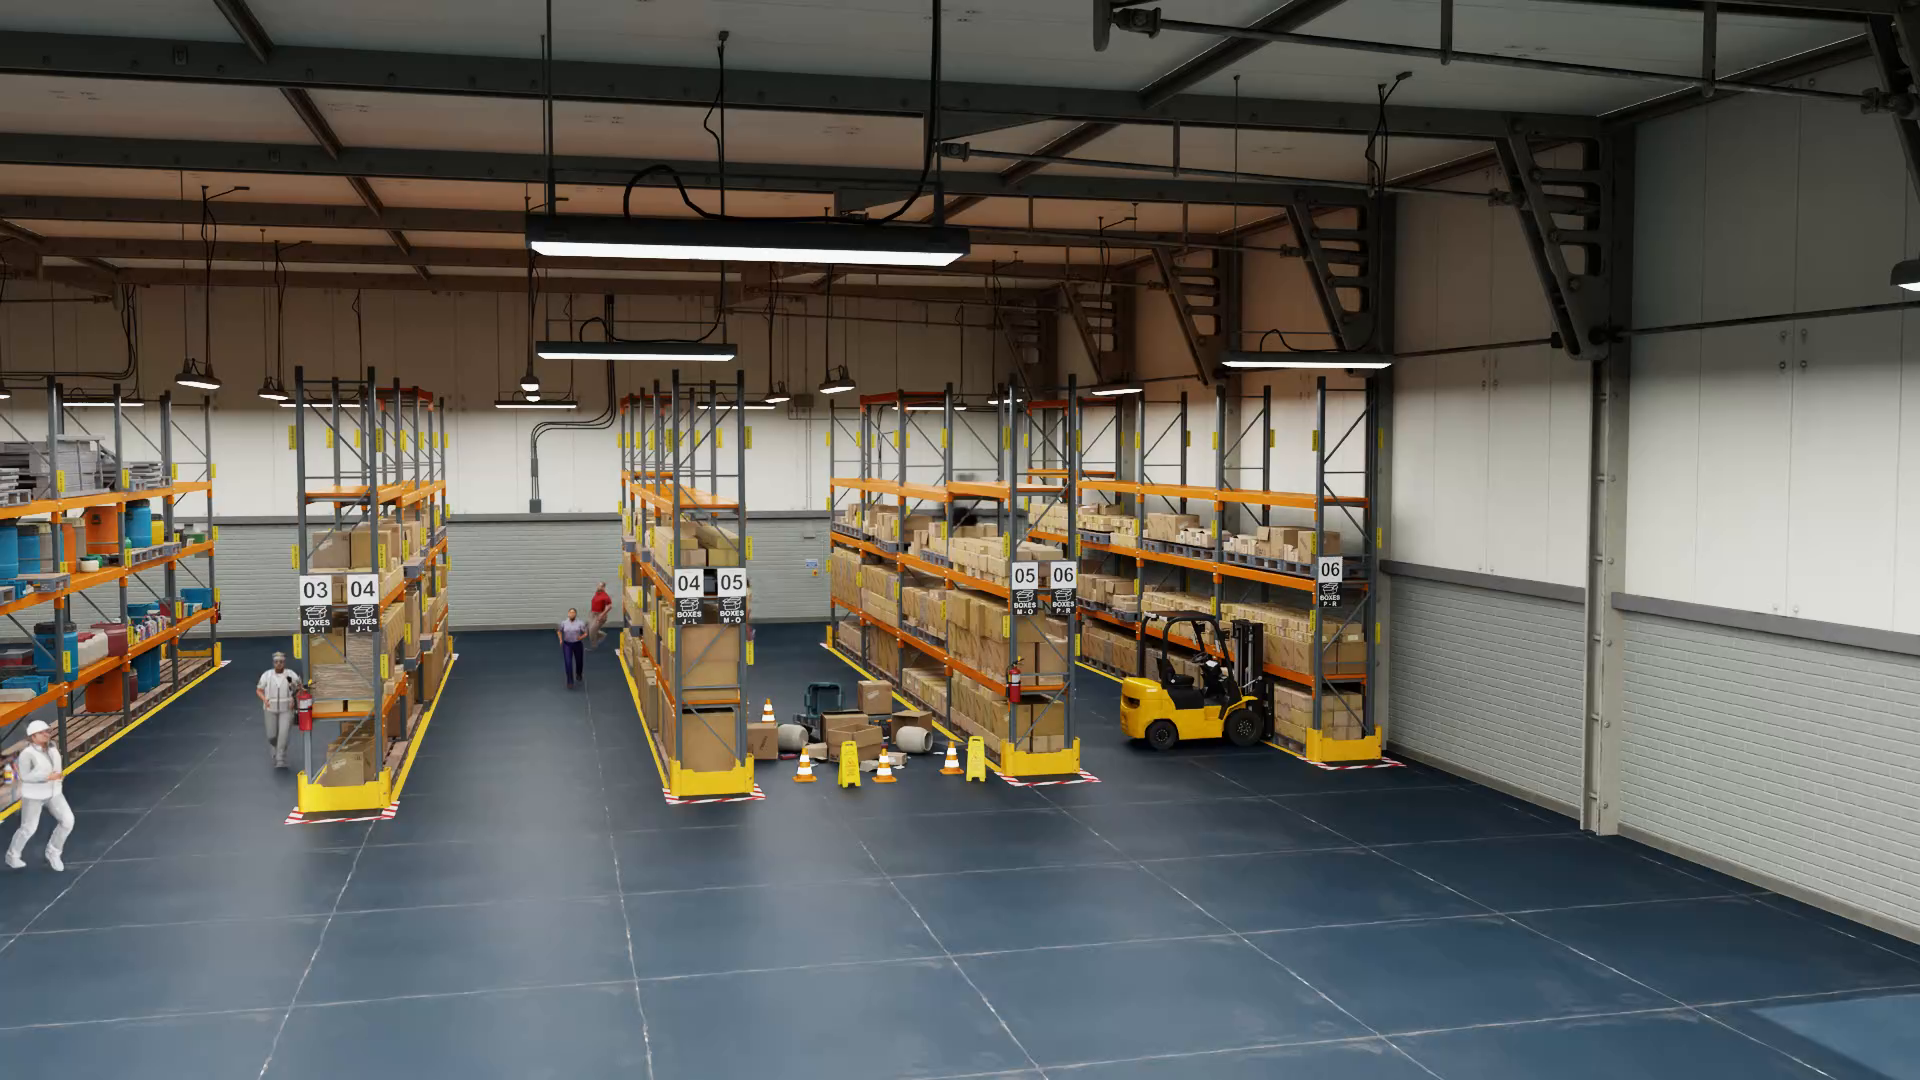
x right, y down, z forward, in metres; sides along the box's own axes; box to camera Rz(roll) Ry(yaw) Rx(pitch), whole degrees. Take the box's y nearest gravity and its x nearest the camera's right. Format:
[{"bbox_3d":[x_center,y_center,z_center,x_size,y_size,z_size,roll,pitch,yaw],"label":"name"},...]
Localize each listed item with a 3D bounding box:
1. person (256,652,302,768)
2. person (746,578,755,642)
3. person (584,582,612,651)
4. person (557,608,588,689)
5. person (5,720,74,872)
[{"bbox_3d":[-10.490,2.591,25.653,0.660,1.755,0.772,-1,4,-22],"label":"person"},{"bbox_3d":[-5.325,1.734,41.099,0.530,1.638,0.590,-1,3,-13],"label":"person"},{"bbox_3d":[-8.575,1.813,39.633,0.701,1.653,0.623,3,5,44],"label":"person"},{"bbox_3d":[-7.859,2.183,33.729,0.620,1.611,0.803,-1,3,-11],"label":"person"},{"bbox_3d":[-10.637,2.967,19.273,0.874,1.788,0.662,1,4,22],"label":"person"}]
